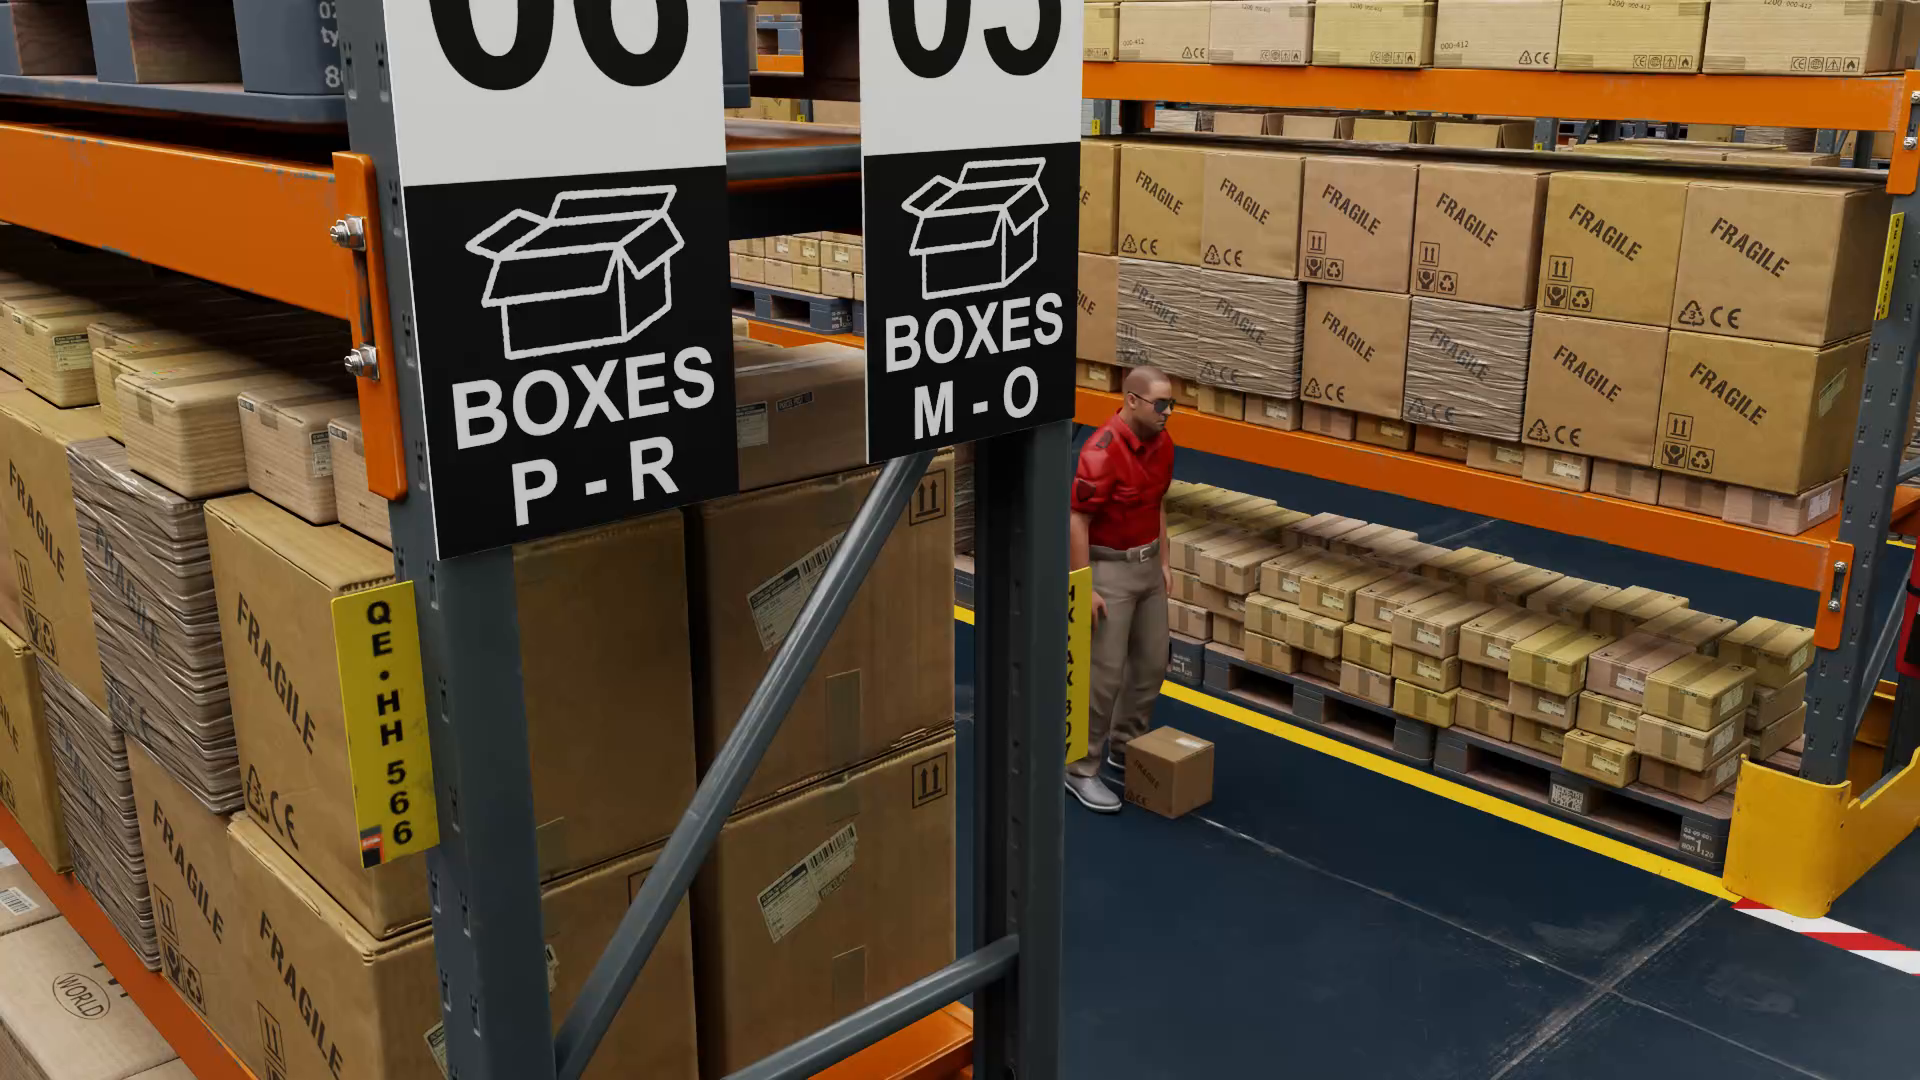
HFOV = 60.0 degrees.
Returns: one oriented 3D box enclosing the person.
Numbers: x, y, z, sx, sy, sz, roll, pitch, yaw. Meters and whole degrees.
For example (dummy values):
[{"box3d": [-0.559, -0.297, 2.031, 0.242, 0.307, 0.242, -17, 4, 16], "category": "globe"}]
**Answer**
[{"box3d": [0.647, 0.161, 6.553, 0.392, 1.725, 0.591, 16, 23, 41], "category": "person"}]
